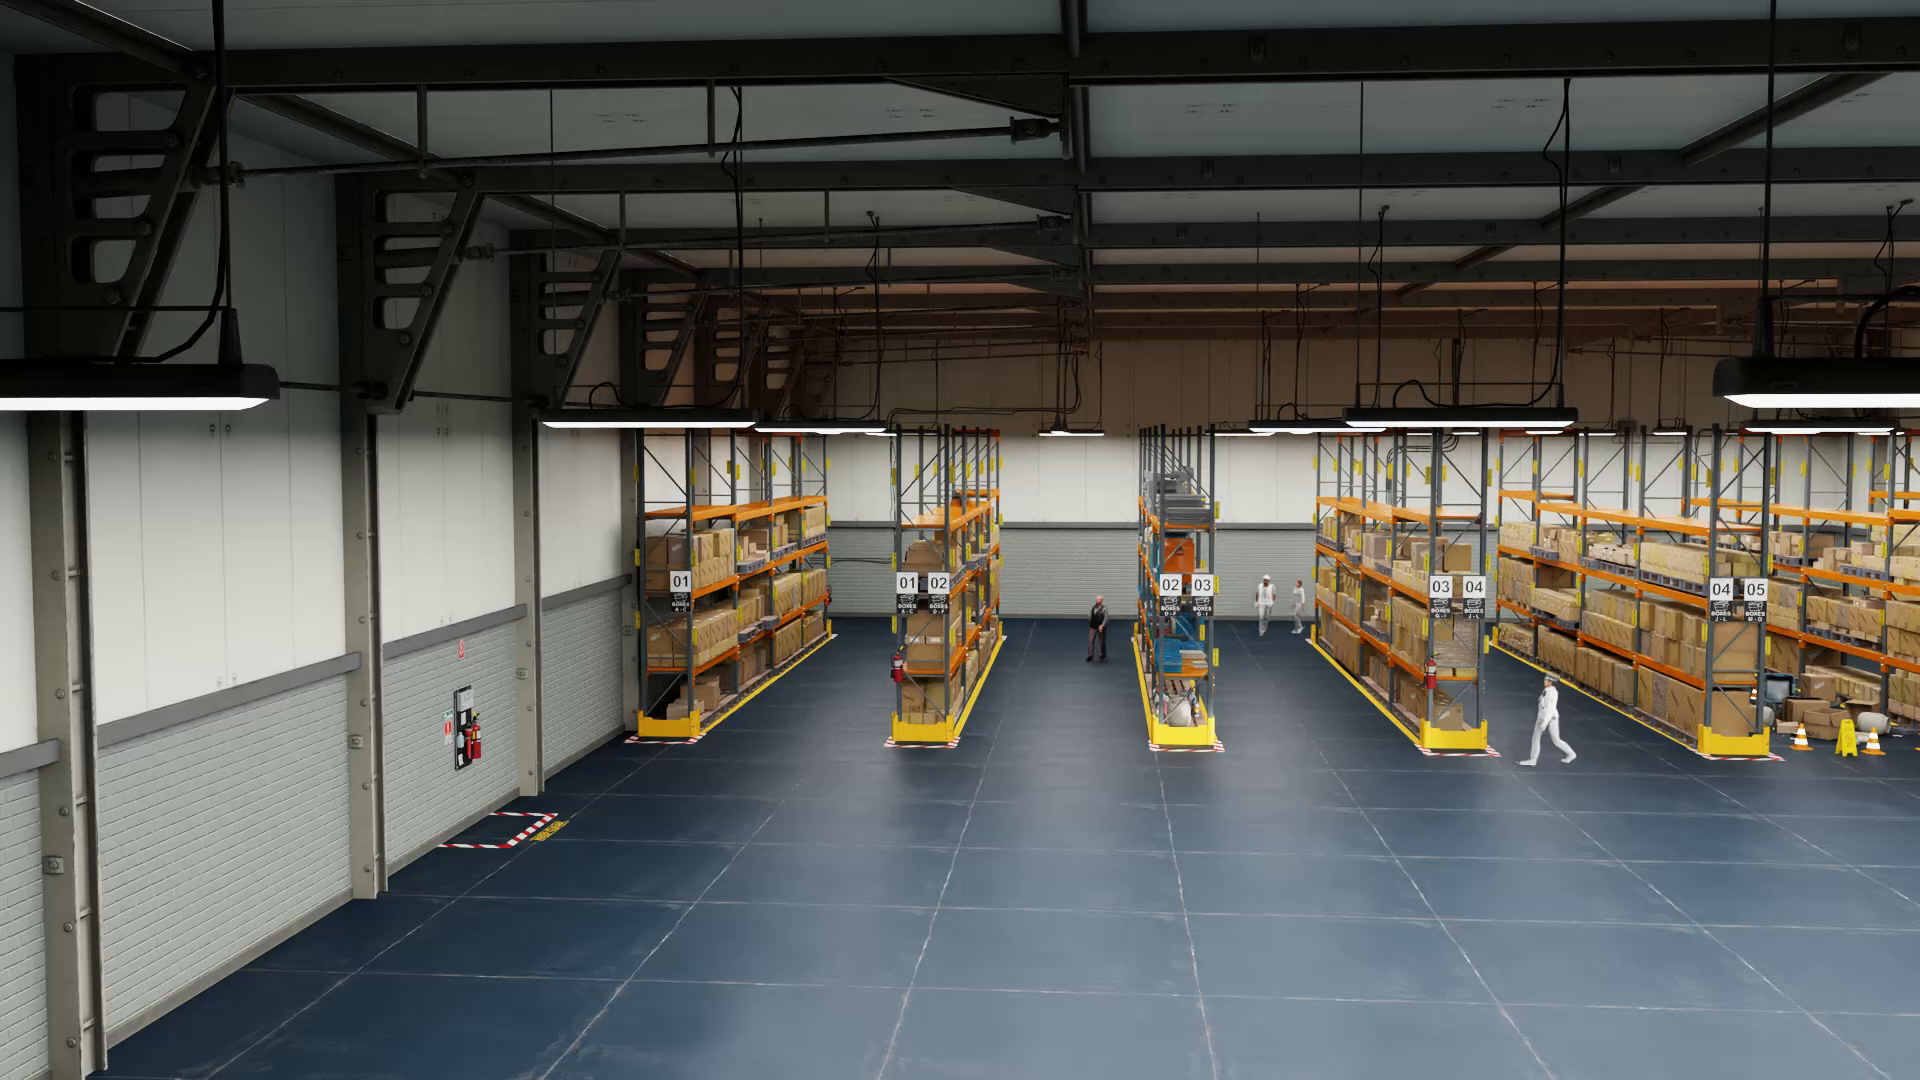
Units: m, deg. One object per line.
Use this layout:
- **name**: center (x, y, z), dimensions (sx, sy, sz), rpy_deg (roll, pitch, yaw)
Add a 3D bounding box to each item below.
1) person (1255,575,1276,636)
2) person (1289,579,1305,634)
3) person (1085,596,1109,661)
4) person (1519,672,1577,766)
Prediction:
- **person**: center (8.962, 1.929, 48.751), dimensions (0.586, 1.828, 0.815), rpy_deg (0, 3, 4)
- **person**: center (9.858, 1.953, 48.773), dimensions (0.393, 1.610, 0.404), rpy_deg (-1, 4, -20)
- **person**: center (3.565, 2.265, 42.702), dimensions (0.540, 1.660, 1.026), rpy_deg (1, 4, 16)
- **person**: center (10.279, 3.126, 28.995), dimensions (0.931, 1.651, 0.450), rpy_deg (-1, 4, -17)
